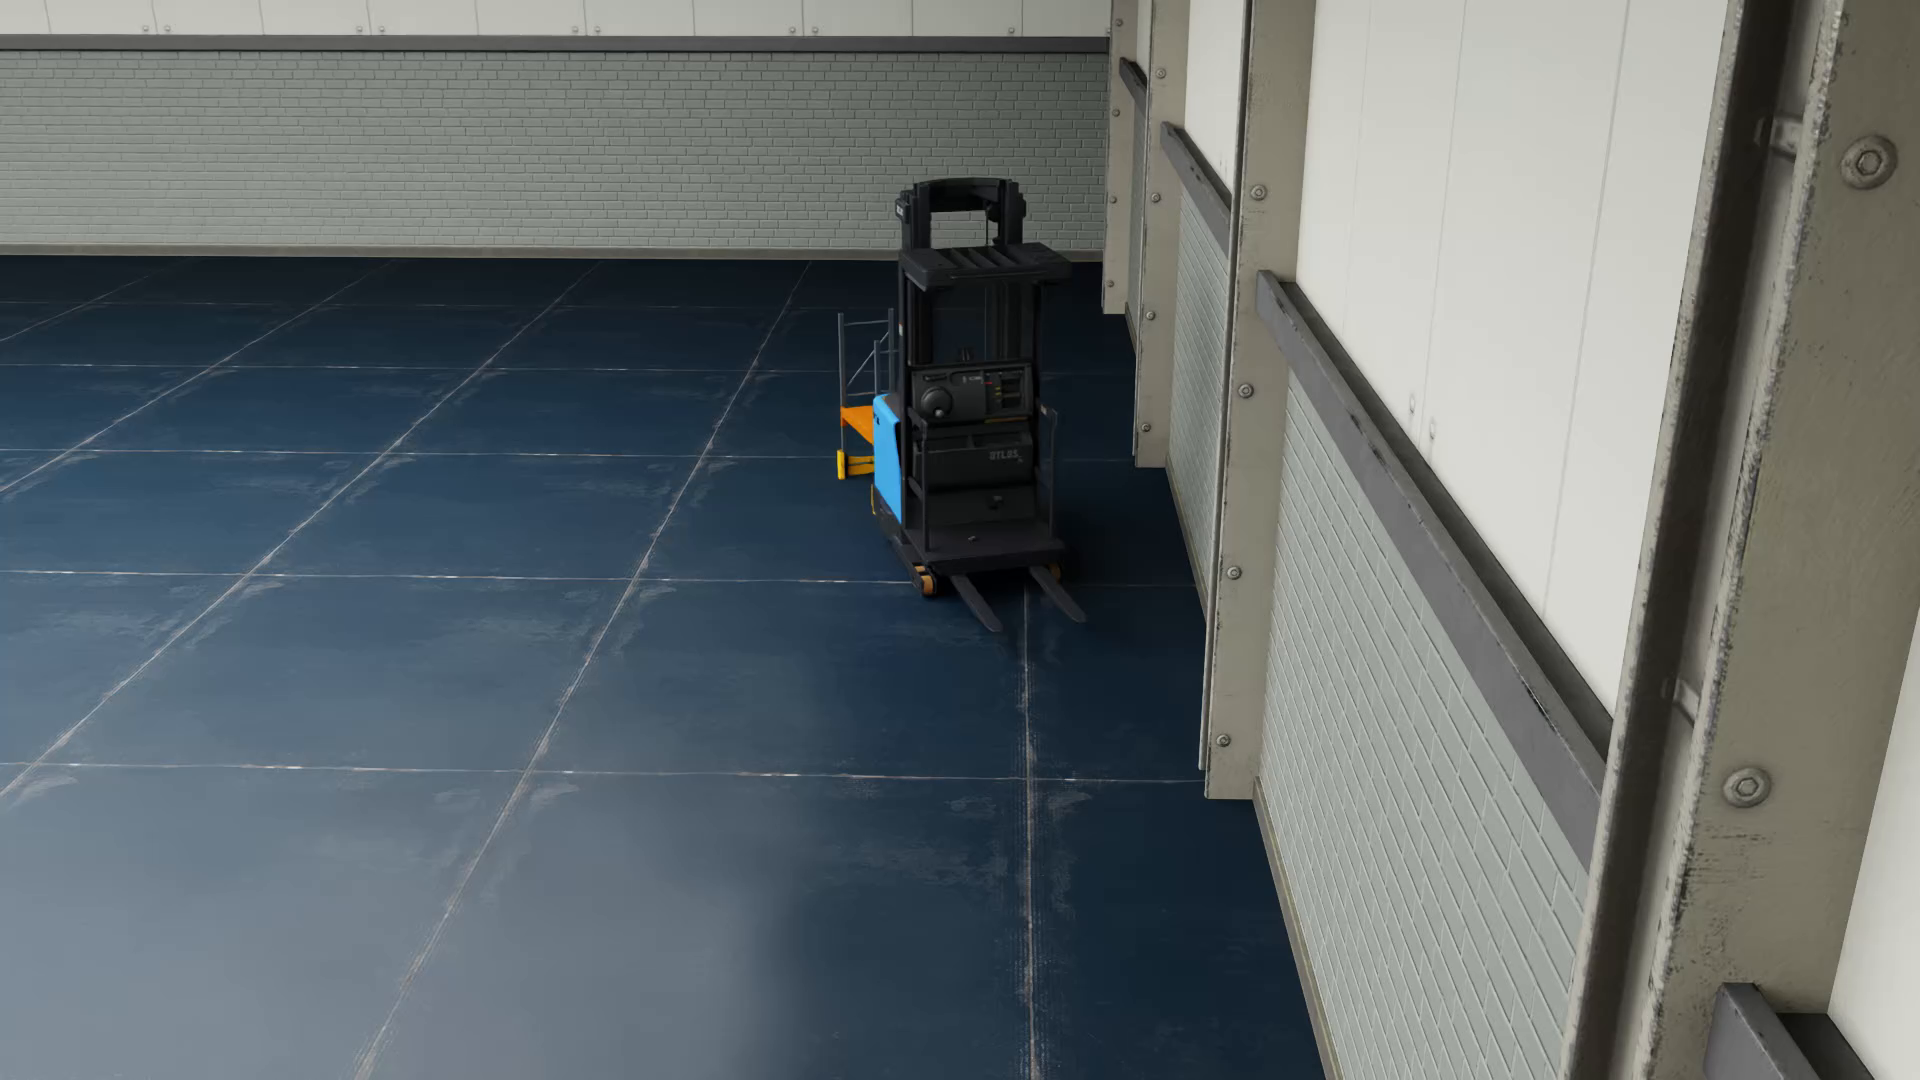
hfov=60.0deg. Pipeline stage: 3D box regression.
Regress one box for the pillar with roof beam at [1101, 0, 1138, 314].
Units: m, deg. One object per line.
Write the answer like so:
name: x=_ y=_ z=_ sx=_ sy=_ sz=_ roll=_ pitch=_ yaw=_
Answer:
pillar with roof beam: x=-2.351 y=-7.150 z=19.516 sx=9.100 sy=9.000 sz=0.400 roll=1 pitch=21 yaw=2

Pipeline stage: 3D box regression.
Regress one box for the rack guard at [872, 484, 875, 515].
rack guard: x=-0.464 y=-0.377 z=14.156 sx=0.587 sy=0.250 sz=0.087 roll=-8 pitch=23 yaw=-19

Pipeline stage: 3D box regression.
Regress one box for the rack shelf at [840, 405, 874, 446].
rack shelf: x=-0.643 y=-0.964 z=14.437 sx=0.538 sy=0.185 sz=1.000 roll=-8 pitch=23 yaw=-19

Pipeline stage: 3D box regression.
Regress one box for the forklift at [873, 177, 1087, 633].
forklift: x=0.154 y=-1.094 z=12.298 sx=1.130 sy=2.935 sz=3.031 roll=-6 pitch=22 yaw=-14

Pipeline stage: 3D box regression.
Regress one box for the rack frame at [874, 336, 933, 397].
rack frame: x=-0.463 y=-0.959 z=13.928 sx=0.500 sy=1.500 sz=0.032 roll=-8 pitch=23 yaw=-19

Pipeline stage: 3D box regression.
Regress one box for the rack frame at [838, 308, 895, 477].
rack frame: x=-0.822 y=-1.304 z=14.815 sx=0.500 sy=1.500 sz=0.032 roll=-8 pitch=23 yaw=-19

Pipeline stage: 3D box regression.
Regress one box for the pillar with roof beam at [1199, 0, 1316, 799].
pillar with roof beam: x=-2.716 y=-2.811 z=8.334 sx=9.100 sy=9.000 sz=0.400 roll=1 pitch=21 yaw=2

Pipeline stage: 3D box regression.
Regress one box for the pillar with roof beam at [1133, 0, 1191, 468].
pillar with roof beam: x=-2.534 y=-4.981 z=13.925 sx=9.100 sy=9.000 sz=0.400 roll=1 pitch=21 yaw=2

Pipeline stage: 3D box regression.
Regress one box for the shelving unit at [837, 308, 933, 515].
shelving unit: x=-0.639 y=-1.128 z=14.364 sx=0.587 sy=1.500 sz=1.083 roll=-8 pitch=23 yaw=-19

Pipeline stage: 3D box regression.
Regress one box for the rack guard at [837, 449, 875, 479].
rack guard: x=-0.815 y=-0.714 z=15.024 sx=0.587 sy=0.250 sz=0.087 roll=-8 pitch=23 yaw=-19
